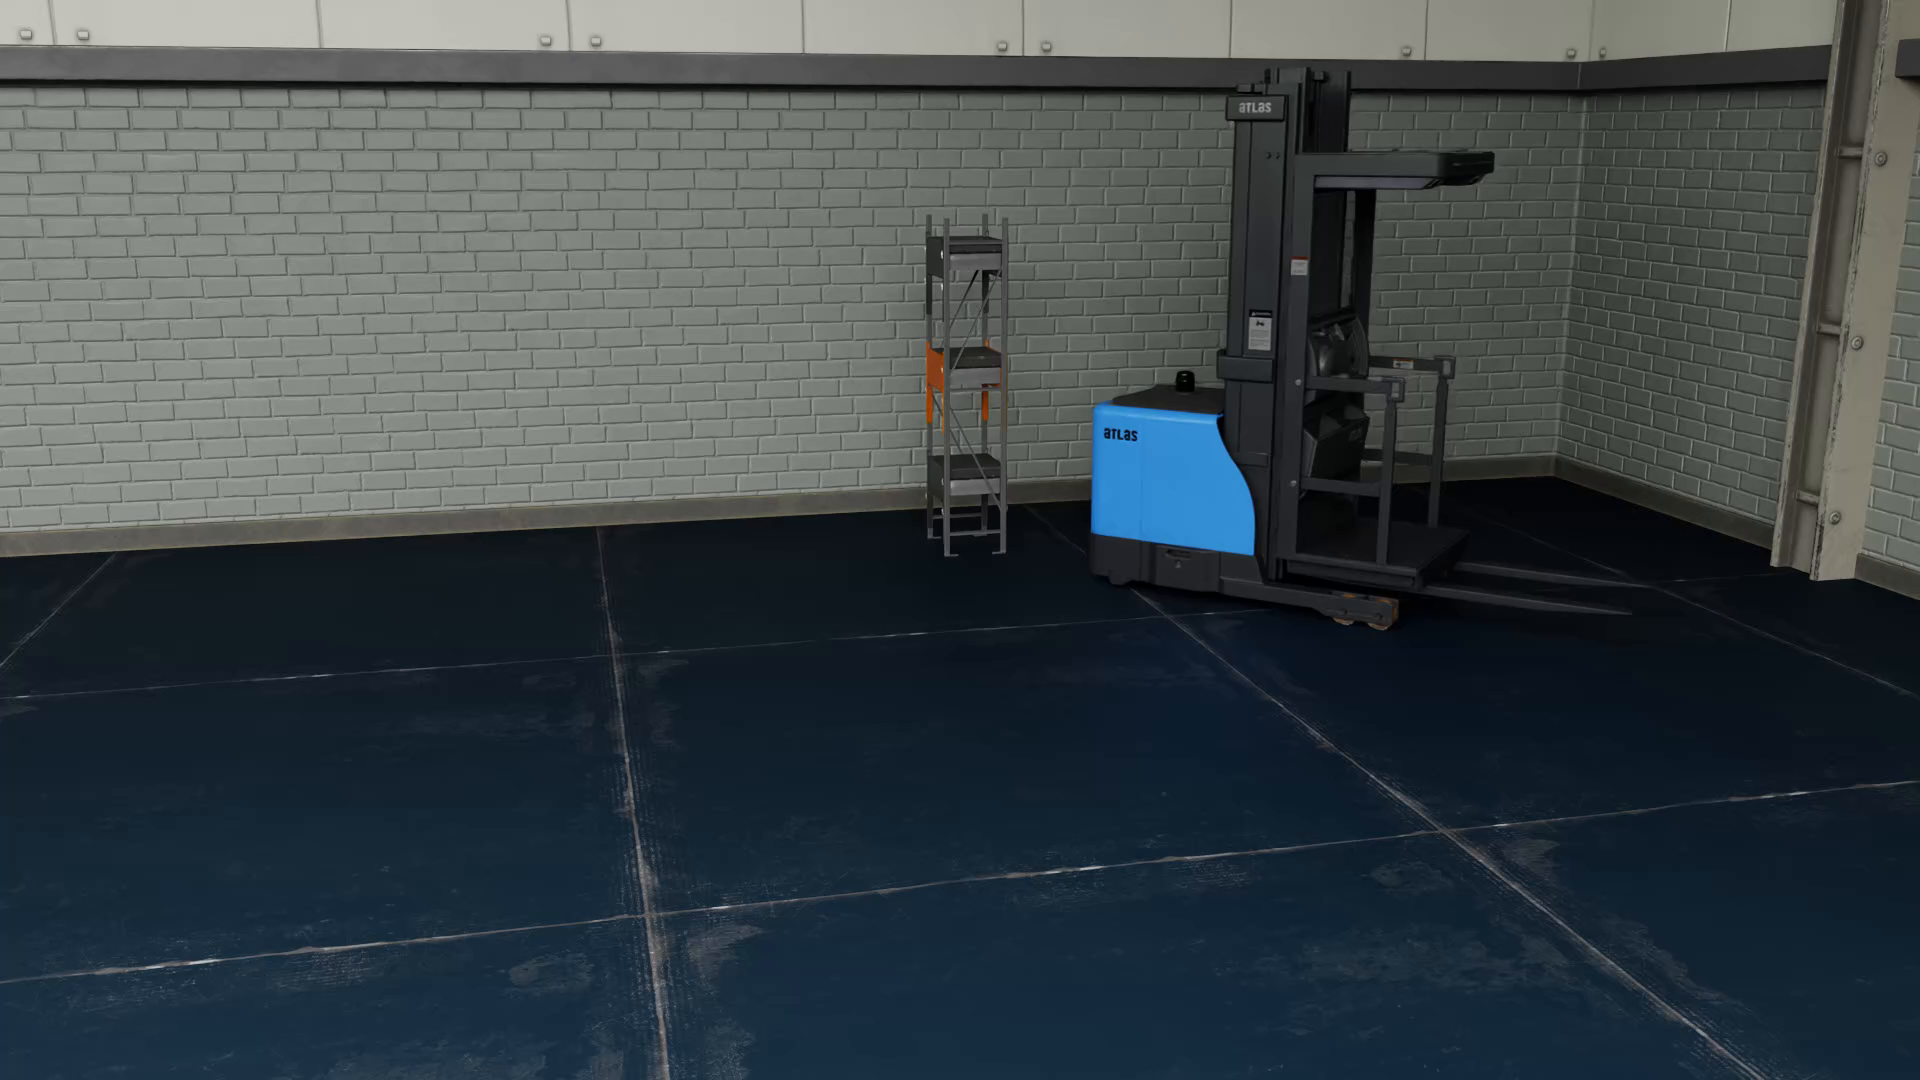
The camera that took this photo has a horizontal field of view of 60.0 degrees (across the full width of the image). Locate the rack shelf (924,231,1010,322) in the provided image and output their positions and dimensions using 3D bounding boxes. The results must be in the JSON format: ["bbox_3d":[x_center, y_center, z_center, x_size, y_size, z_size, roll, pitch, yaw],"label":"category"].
[{"bbox_3d":[0.039,-1.649,10.359,0.431,0.518,0.480,-3,14,-13],"label":"rack shelf"}]

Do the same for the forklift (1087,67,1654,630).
[{"bbox_3d":[2.286,-1.083,9.185,3.031,2.935,1.130,8,16,30],"label":"forklift"}]

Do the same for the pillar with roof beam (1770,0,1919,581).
[{"bbox_3d":[1.025,-3.942,8.101,9.100,9.000,0.400,-3,14,-13],"label":"pillar with roof beam"}]

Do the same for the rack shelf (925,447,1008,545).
[{"bbox_3d":[0.039,-0.289,10.691,0.431,0.518,0.480,-3,14,-13],"label":"rack shelf"}]

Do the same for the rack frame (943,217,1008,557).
[{"bbox_3d":[0.096,-0.926,10.291,0.400,2.100,0.015,-3,14,-13],"label":"rack frame"}]

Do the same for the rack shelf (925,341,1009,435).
[{"bbox_3d":[0.039,-0.969,10.525,0.431,0.518,0.480,-3,14,-13],"label":"rack shelf"}]

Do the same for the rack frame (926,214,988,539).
[{"bbox_3d":[-0.018,-1.038,10.752,0.400,2.100,0.015,-3,14,-13],"label":"rack frame"}]

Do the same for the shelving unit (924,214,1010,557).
[{"bbox_3d":[0.039,-0.982,10.522,0.431,2.100,0.503,-3,14,-13],"label":"shelving unit"}]
